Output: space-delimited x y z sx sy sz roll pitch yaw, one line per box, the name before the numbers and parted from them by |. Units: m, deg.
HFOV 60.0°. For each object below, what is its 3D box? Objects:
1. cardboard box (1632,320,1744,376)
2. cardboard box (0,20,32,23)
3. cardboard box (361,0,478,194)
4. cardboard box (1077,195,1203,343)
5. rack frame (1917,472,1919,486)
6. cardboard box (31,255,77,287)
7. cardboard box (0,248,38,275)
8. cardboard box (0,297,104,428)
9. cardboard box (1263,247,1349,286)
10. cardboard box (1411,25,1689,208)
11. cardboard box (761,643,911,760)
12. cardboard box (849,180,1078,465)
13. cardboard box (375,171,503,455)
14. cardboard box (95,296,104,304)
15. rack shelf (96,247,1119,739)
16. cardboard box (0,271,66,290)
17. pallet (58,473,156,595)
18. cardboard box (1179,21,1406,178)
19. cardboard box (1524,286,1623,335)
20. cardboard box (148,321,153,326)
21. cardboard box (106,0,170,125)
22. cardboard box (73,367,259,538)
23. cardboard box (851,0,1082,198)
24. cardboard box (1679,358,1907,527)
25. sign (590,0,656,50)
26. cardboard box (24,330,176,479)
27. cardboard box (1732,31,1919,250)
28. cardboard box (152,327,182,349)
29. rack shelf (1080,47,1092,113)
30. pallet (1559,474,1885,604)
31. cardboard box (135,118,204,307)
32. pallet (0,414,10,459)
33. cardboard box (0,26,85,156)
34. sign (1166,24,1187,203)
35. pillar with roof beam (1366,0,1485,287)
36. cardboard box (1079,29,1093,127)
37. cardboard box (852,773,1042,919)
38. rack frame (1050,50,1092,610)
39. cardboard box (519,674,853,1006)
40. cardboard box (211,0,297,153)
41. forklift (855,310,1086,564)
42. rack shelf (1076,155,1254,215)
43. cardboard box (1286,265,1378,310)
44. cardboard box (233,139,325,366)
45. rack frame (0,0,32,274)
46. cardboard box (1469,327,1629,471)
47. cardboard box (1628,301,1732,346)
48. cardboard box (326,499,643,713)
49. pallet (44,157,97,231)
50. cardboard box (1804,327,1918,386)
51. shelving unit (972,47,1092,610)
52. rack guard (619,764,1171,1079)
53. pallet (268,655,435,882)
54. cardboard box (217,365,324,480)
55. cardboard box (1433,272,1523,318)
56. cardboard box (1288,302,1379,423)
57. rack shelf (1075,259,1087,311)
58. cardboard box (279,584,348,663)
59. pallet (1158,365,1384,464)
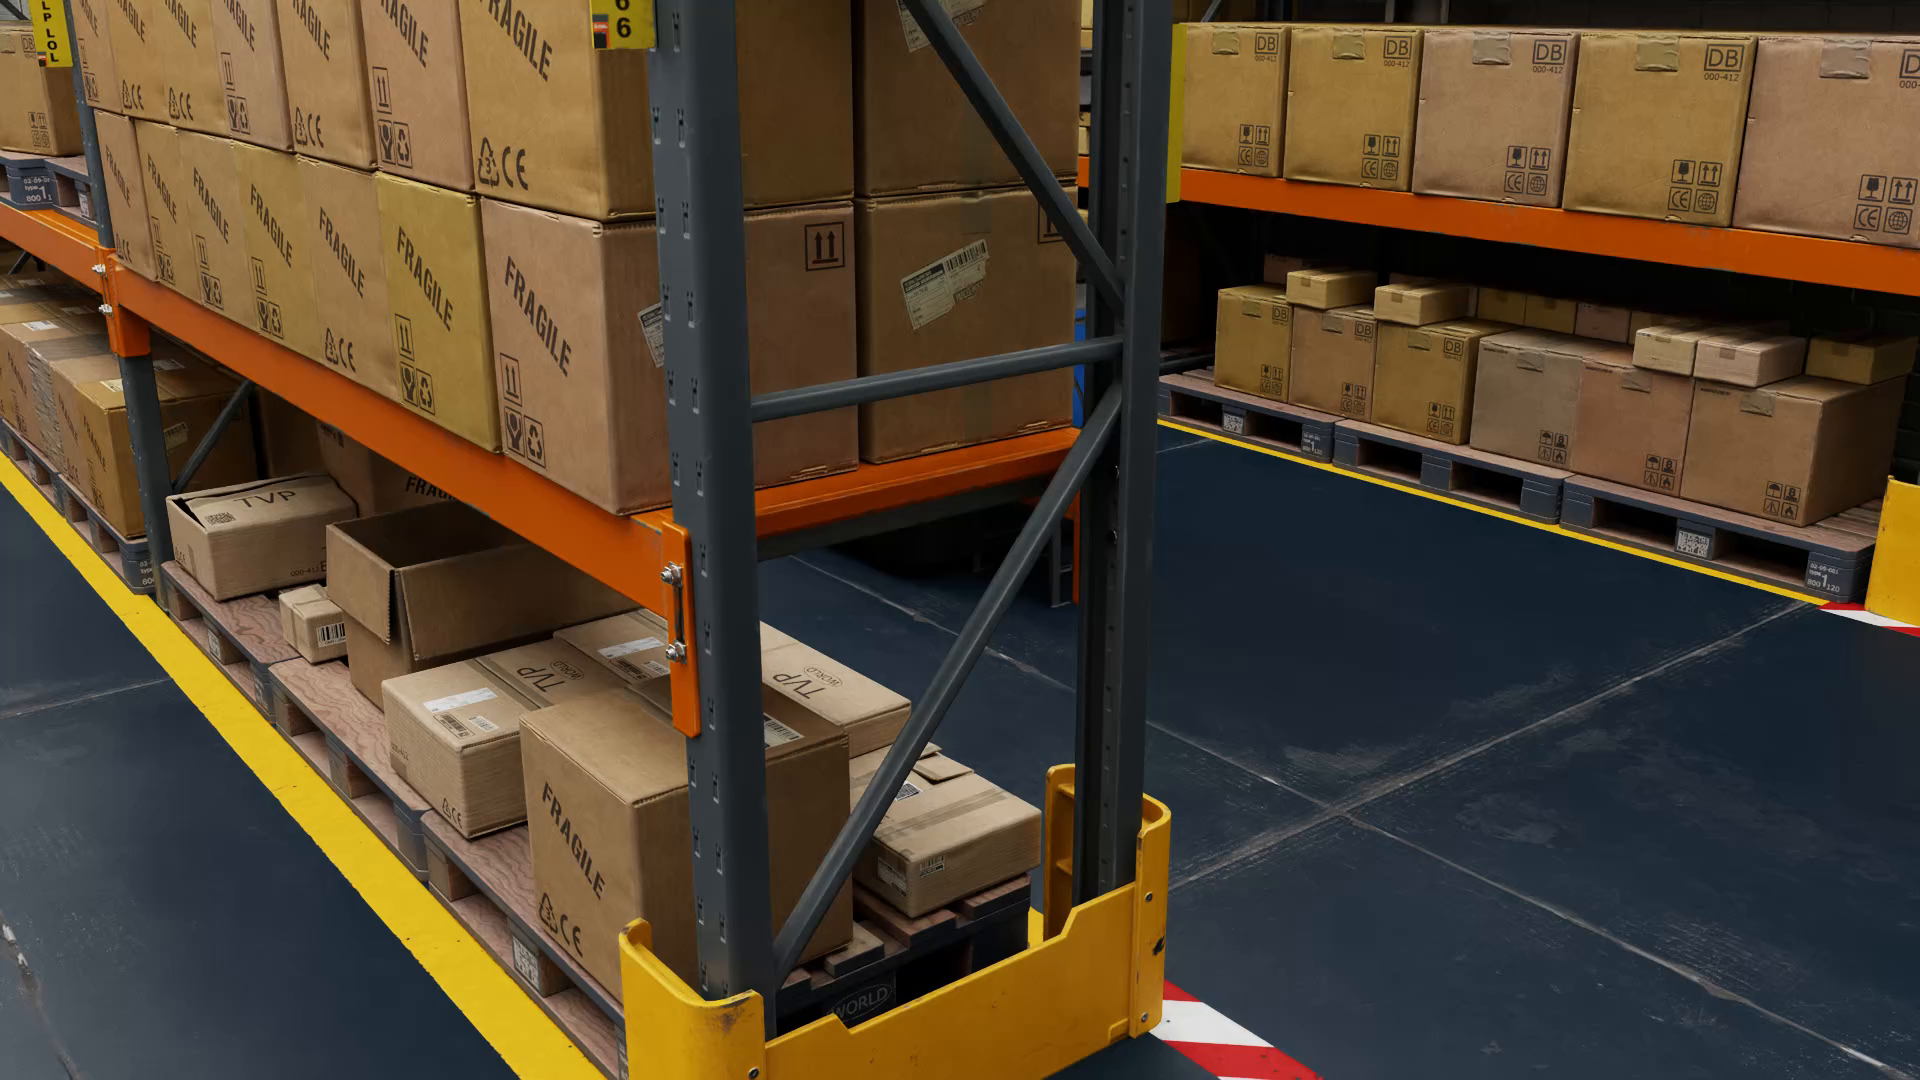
cardboard box | 2.942 -0.778 6.718 0.380 0.149 0.250 -13 22 -35
cardboard box | -4.532 -2.363 8.400 0.500 0.500 0.700 11 21 30
cardboard box | -0.850 -0.981 3.302 0.500 0.500 0.500 -13 22 -35
cardboard box | 0.848 -1.545 9.509 0.750 0.750 0.750 -14 23 -35
rack frame | 3.837 -1.246 5.853 1.000 3.000 0.127 -14 23 -36
cardboard box | -5.106 -1.596 9.725 0.500 0.311 0.500 -13 22 -34
cardboard box | -5.529 -1.491 9.406 0.500 0.311 0.500 -13 22 -35
cardboard box | -4.316 -0.851 7.938 0.500 0.500 0.500 -14 23 -37
cardboard box | 1.803 -1.422 8.662 0.380 0.149 0.250 -14 23 -36
cardboard box | 2.586 -1.879 7.287 0.980 0.700 0.700 -15 24 -39
cardboard box | -0.470 0.506 4.237 0.500 0.250 0.500 -14 23 -36
cardboard box | -0.113 -0.486 3.400 0.500 0.500 0.500 -13 23 -35
cardboard box | -0.860 -0.510 3.471 0.500 0.500 0.500 -14 23 -36
cardboard box | -3.925 -0.959 8.264 0.500 0.500 0.500 -15 24 -38
rack shelf | -1.286 -0.429 4.532 1.077 0.370 4.000 -14 23 -36
cardboard box | -4.953 -1.104 8.700 0.500 0.500 0.500 -13 22 -34
pallet | -3.062 -0.133 6.928 1.003 0.211 1.213 -14 23 -36
cardboard box | 1.677 -2.237 8.369 0.980 0.700 0.700 -14 23 -35
cardboard box | 2.770 -1.040 7.507 0.380 0.149 0.250 -14 23 -36
cardboard box | -3.570 -1.179 7.734 0.500 0.250 0.500 -15 23 -37
cardboard box | -2.135 -1.488 4.834 0.500 0.500 0.500 -15 23 -38
cardboard box | -3.059 -0.352 6.429 0.500 0.500 0.500 -14 23 -36
cardboard box | -0.113 -0.961 3.243 0.500 0.500 0.500 -13 22 -34
cardboard box | 3.324 -0.411 6.642 0.700 0.500 0.500 -14 23 -36
sign | -0.492 -0.874 2.386 0.100 0.325 0.005 -14 23 -36
cardboard box | -3.670 -0.599 7.175 0.500 0.500 0.500 -14 23 -35
cardboard box | 3.512 -1.512 6.179 0.980 0.700 0.700 -13 22 -34
cardboard box | -3.281 -0.707 7.501 0.500 0.500 0.500 -14 23 -35
rack shelf | 0.355 -1.493 5.846 0.431 0.518 0.480 -13 22 -33
pallet | 3.279 -0.104 6.840 1.003 0.211 1.213 -14 23 -36
cardboard box | -2.104 -1.007 4.972 0.500 0.500 0.500 -13 23 -35
pallet | -4.577 -0.734 8.744 1.003 0.211 1.213 -14 23 -36
cardboard box | -3.673 -1.934 7.104 0.500 0.500 0.700 13 23 35
sign | 0.381 -0.795 3.114 0.100 0.325 0.005 -14 23 -36
pillar with roof beam | -0.909 -4.235 5.338 9.100 9.000 0.400 -14 23 -36
cardboard box | 0.869 -2.494 8.959 0.500 0.500 0.500 -14 23 -37
cardboard box | -0.035 0.696 3.823 0.380 0.149 0.250 -14 23 -36
rack frame | 0.496 -0.779 5.873 0.400 2.100 0.015 -13 22 -33
cardboard box | -0.575 0.614 3.514 0.500 0.500 0.500 -14 23 -36
cardboard box | -1.495 -1.234 4.067 0.500 0.500 0.500 -13 22 -34
forklift | -0.633 -1.699 7.331 1.130 2.935 3.031 -13 22 -33
rack shelf | 0.111 -2.383 10.431 1.077 0.370 4.000 -14 23 -36
cardboard box | 1.807 -1.228 8.075 0.380 0.149 0.250 -13 22 -34
cardboard box | -1.479 -0.758 4.221 0.500 0.500 0.500 -14 23 -37
rack frame | -5.011 -2.249 8.884 1.000 3.000 0.127 -14 23 -36
cardboard box | 2.700 -0.659 7.388 0.700 0.500 0.500 -15 23 -38
cardboard box | 3.088 -0.914 7.128 0.380 0.149 0.250 -14 23 -36
cardboard box | -1.357 0.174 4.835 0.797 0.503 0.637 -14 23 -36
pallet | -2.938 -1.391 6.596 1.003 0.211 1.213 -14 23 -36
cardboard box | 3.558 -0.728 6.565 0.380 0.149 0.250 -14 23 -36
shelving unit | 0.355 -0.841 6.062 0.431 2.100 0.503 -13 22 -33
rack guard | -0.091 0.890 3.380 1.175 0.500 0.348 -14 23 -36
pallet | -1.340 0.530 4.925 1.003 0.211 1.213 -14 23 -36
cardboard box | -2.637 -0.453 6.734 0.500 0.500 0.500 -15 24 -39
cardboard box | 2.452 -1.166 7.887 0.380 0.149 0.250 -14 23 -36
cardboard box | 2.047 -0.915 8.164 0.700 0.500 0.500 -14 23 -37
rack shelf | 0.355 -0.828 6.066 0.431 0.518 0.480 -13 22 -33
cardboard box | -1.892 0.229 5.206 0.380 0.166 0.250 -14 23 -36
pallet | 1.764 -0.705 8.656 1.003 0.211 1.213 -14 23 -36
